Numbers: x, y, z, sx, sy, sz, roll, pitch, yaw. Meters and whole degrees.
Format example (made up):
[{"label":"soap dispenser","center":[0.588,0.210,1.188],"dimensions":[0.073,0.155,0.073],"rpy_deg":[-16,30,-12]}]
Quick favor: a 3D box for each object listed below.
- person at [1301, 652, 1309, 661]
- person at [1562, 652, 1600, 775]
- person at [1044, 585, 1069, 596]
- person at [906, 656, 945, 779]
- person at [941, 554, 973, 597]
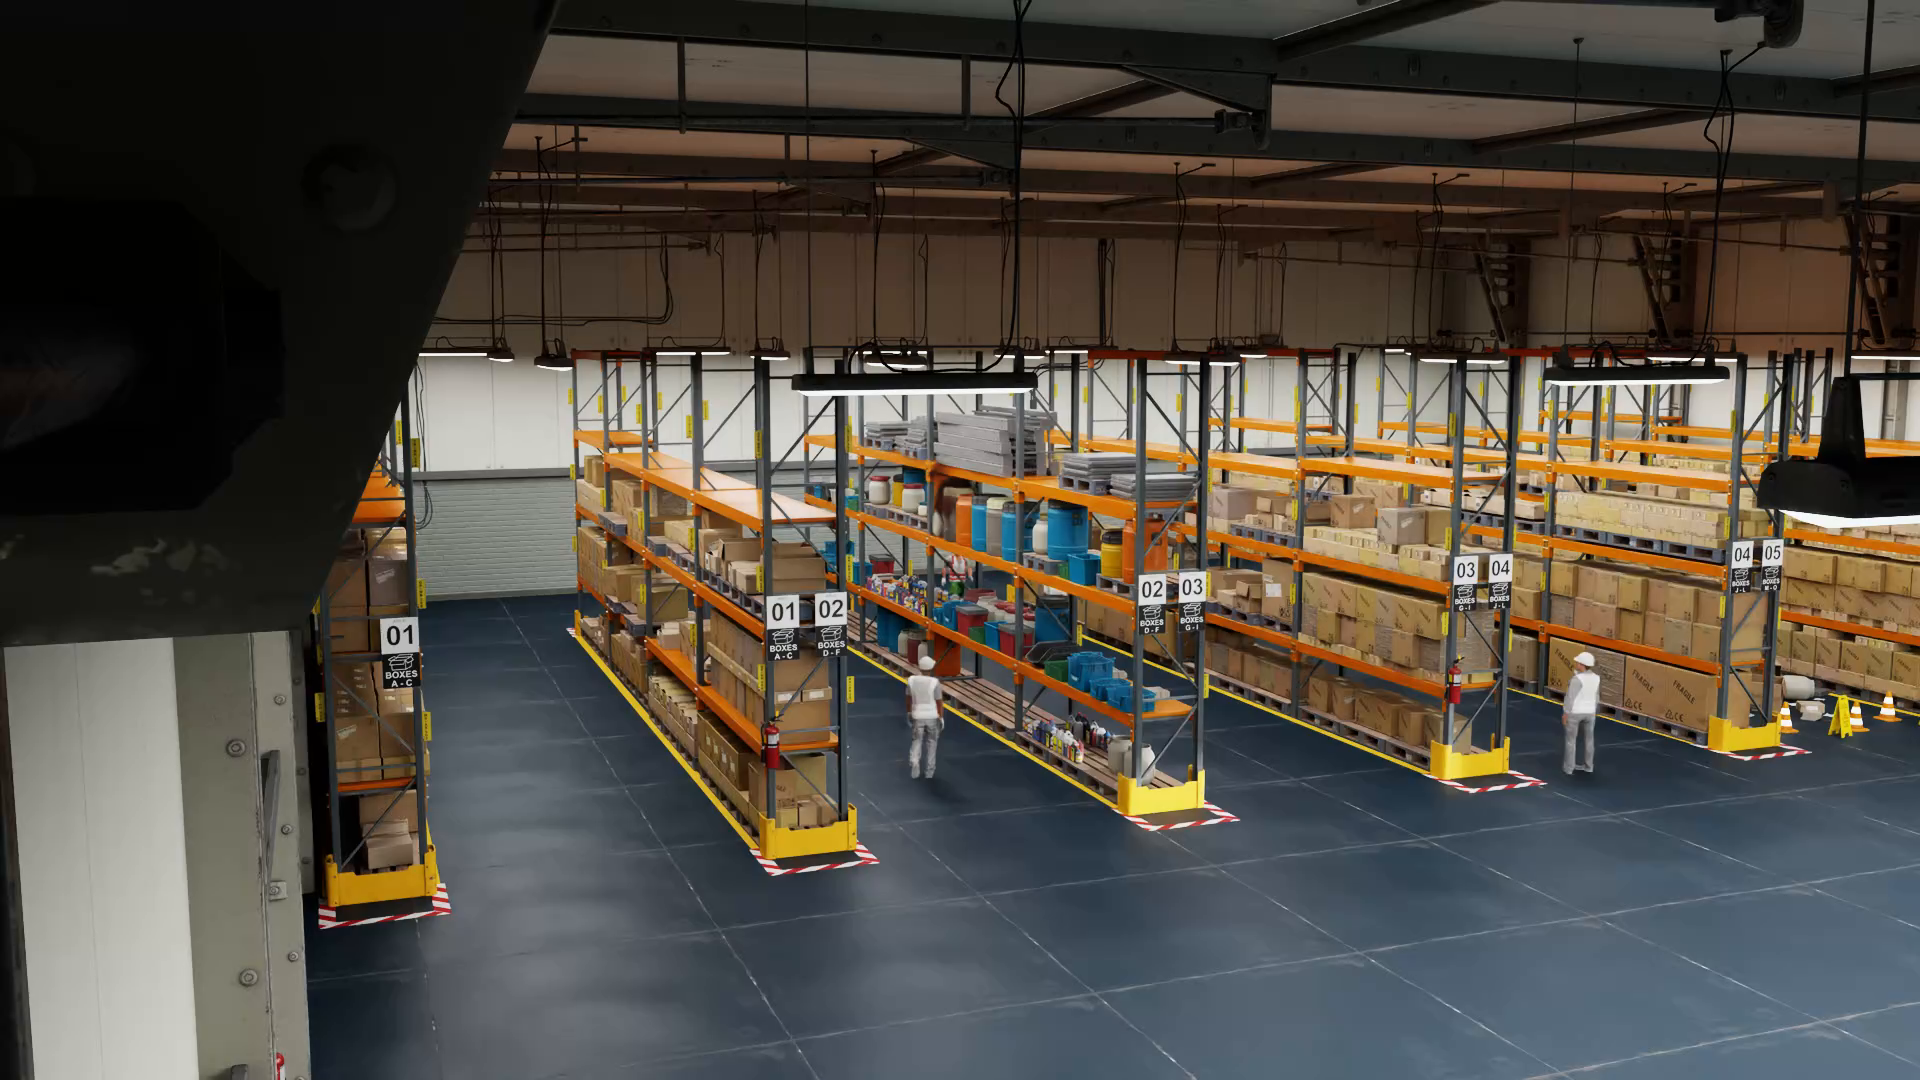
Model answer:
[{"label":"person","center":[6.462,1.611,31.280],"dimensions":[0.544,1.753,0.610],"rpy_deg":[-1,7,-11]},{"label":"person","center":[8.934,2.488,23.926],"dimensions":[0.551,1.780,0.438],"rpy_deg":[0,7,-2]},{"label":"person","center":[2.002,1.336,33.125],"dimensions":[0.559,1.697,1.086],"rpy_deg":[-2,7,-13]},{"label":"person","center":[-0.505,2.519,23.543],"dimensions":[0.566,1.775,0.670],"rpy_deg":[2,7,13]},{"label":"person","center":[-0.047,0.951,36.622],"dimensions":[0.607,1.813,0.877],"rpy_deg":[-3,8,-22]}]
